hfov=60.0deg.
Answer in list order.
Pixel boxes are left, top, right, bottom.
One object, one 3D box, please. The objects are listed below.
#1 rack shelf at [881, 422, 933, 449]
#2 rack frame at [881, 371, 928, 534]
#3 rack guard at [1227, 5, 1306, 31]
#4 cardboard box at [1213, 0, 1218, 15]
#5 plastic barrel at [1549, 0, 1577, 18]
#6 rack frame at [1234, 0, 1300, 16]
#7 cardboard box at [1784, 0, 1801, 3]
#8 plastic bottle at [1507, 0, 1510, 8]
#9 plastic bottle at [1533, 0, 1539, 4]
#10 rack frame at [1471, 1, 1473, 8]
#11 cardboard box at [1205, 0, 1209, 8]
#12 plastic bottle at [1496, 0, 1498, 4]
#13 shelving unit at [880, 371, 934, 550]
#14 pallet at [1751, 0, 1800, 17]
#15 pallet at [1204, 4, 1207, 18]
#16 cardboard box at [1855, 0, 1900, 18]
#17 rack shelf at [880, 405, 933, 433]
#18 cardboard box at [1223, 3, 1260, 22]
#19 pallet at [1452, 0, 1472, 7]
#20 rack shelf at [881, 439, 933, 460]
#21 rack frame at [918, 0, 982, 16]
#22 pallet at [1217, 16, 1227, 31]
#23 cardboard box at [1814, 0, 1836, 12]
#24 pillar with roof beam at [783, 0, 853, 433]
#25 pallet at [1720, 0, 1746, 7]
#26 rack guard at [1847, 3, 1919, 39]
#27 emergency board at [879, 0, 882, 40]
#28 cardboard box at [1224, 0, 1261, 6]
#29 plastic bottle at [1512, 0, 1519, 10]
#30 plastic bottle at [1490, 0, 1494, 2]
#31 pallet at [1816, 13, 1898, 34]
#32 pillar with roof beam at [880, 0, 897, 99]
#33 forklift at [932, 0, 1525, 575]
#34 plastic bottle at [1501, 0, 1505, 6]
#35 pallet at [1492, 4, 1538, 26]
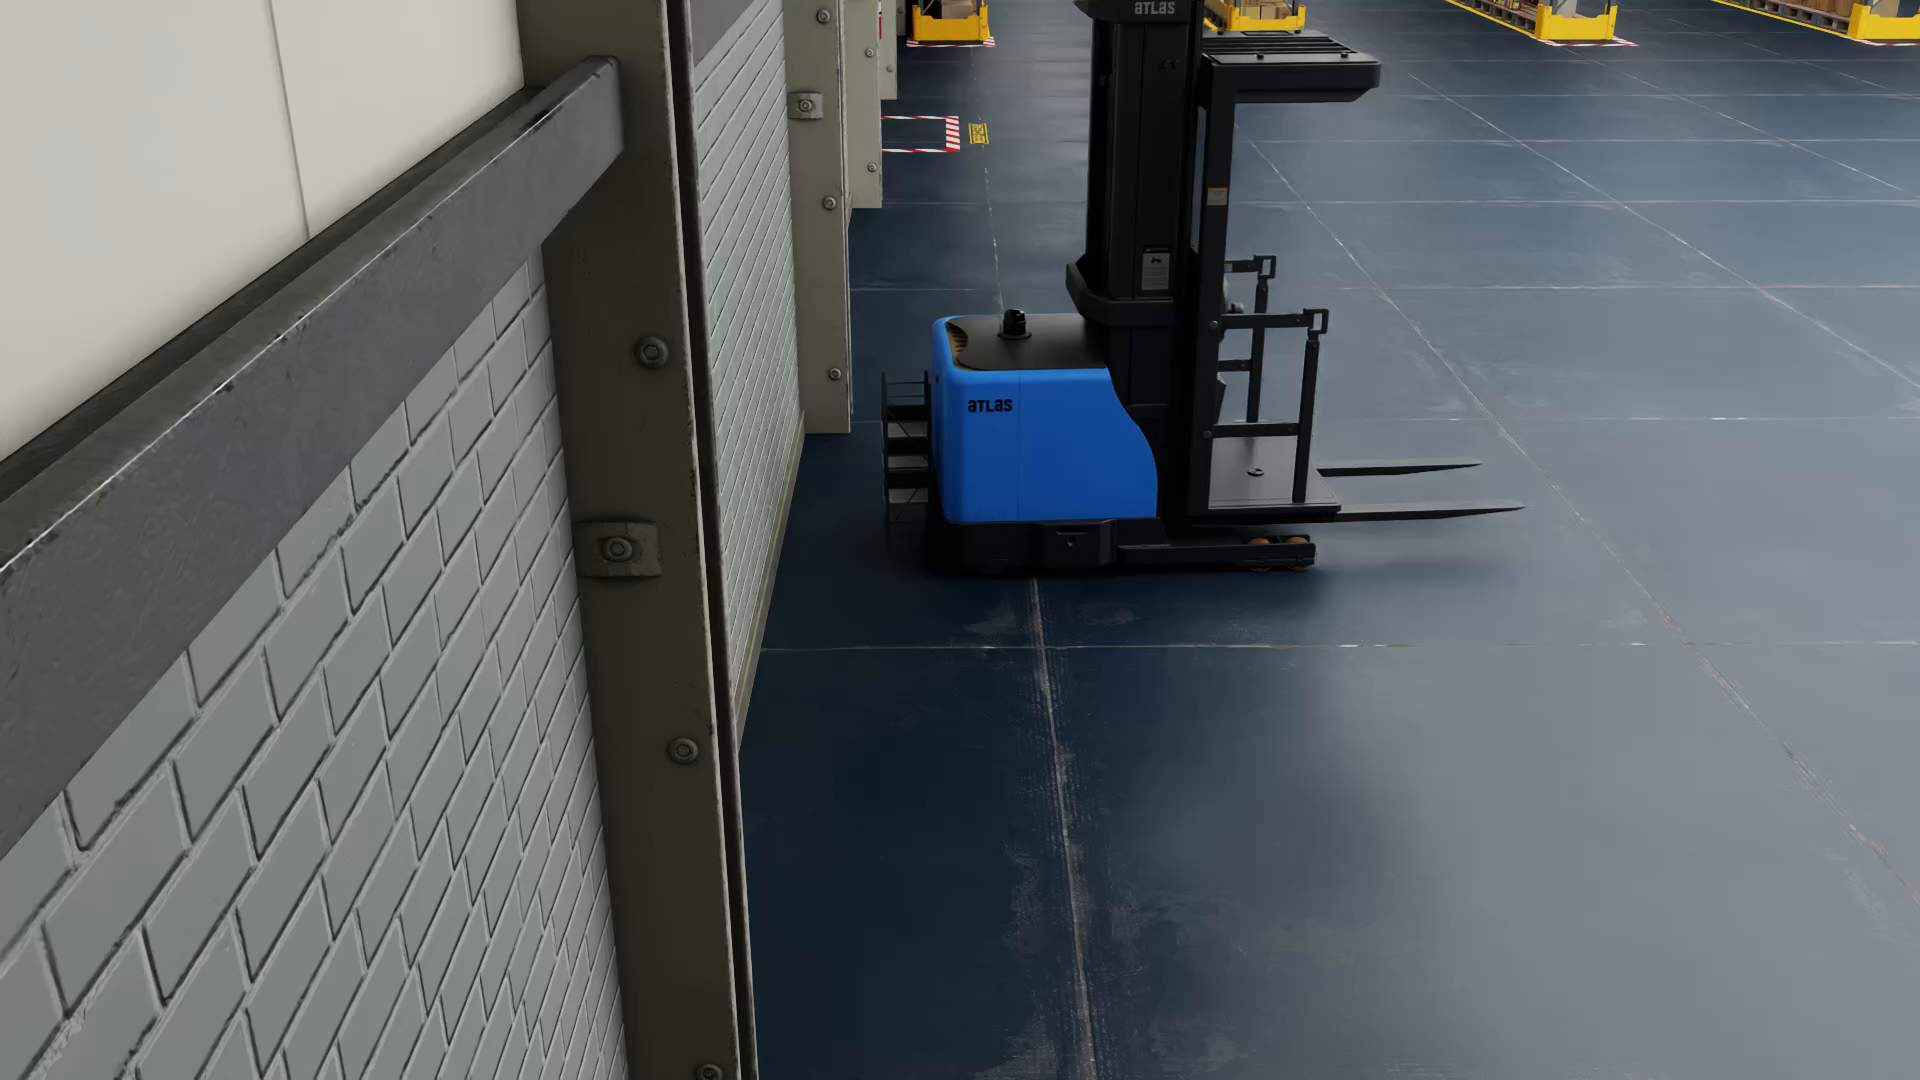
[{"bbox_3d":[-0.272,-0.539,8.493,0.258,0.077,0.200,-2,24,-4],"label":"rack shelf"},{"bbox_3d":[-0.280,-0.447,8.646,0.240,0.900,0.006,-2,24,-4],"label":"rack frame"},{"bbox_3d":[4.796,-8.111,26.078,1.175,0.500,0.348,0,24,-1],"label":"rack guard"},{"bbox_3d":[4.470,-8.830,27.462,0.500,0.250,0.500,0,24,-1],"label":"cardboard box"},{"bbox_3d":[9.666,-8.610,26.656,0.421,0.512,0.421,0,24,0],"label":"plastic barrel"},{"bbox_3d":[4.796,-9.260,25.585,1.000,3.000,0.127,0,24,-1],"label":"rack frame"},{"bbox_3d":[14.636,-9.603,28.866,0.500,0.500,0.500,8,25,16],"label":"cardboard box"},{"bbox_3d":[9.315,-9.099,28.000,0.152,0.276,0.135,0,24,0],"label":"plastic bottle"},{"bbox_3d":[9.898,-9.348,28.542,0.061,0.283,0.133,0,24,-1],"label":"plastic bottle"},{"bbox_3d":[9.705,-10.929,29.275,1.000,3.000,0.127,0,24,-1],"label":"rack frame"},{"bbox_3d":[4.455,-9.243,28.373,0.500,0.250,0.500,0,24,-1],"label":"cardboard box"},{"bbox_3d":[9.281,-9.326,28.591,0.097,0.201,0.097,0,24,0],"label":"plastic bottle"},{"bbox_3d":[-0.272,-0.405,8.553,0.258,0.900,0.210,-2,24,-4],"label":"shelving unit"},{"bbox_3d":[14.701,-9.404,29.287,1.003,0.211,1.213,0,24,-1],"label":"pallet"},{"bbox_3d":[4.719,-9.310,29.079,1.003,0.211,1.213,0,24,-1],"label":"pallet"},{"bbox_3d":[14.712,-8.613,26.678,0.500,0.500,0.500,4,25,9],"label":"cardboard box"},{"bbox_3d":[-0.273,-0.621,8.456,0.258,0.077,0.200,-2,24,-4],"label":"rack shelf"},{"bbox_3d":[4.495,-8.418,26.551,0.500,0.250,0.500,0,24,-1],"label":"cardboard box"},{"bbox_3d":[9.658,-9.982,30.565,1.003,0.211,1.213,0,24,-1],"label":"pallet"},{"bbox_3d":[-0.272,-0.457,8.530,0.258,0.077,0.200,-2,24,-4],"label":"rack shelf"},{"bbox_3d":[-0.157,-9.236,25.532,1.000,3.000,0.127,0,24,-1],"label":"rack frame"},{"bbox_3d":[4.746,-8.305,26.856,1.003,0.211,1.213,0,24,-1],"label":"pallet"},{"bbox_3d":[14.683,-9.117,27.793,0.500,0.500,0.500,2,24,4],"label":"cardboard box"},{"bbox_3d":[3.471,-4.857,8.568,9.100,9.000,0.400,0,24,-1],"label":"pillar with roof beam"},{"bbox_3d":[14.648,-10.002,30.608,1.003,0.211,1.213,0,24,-1],"label":"pallet"},{"bbox_3d":[14.701,-8.196,26.264,1.175,0.500,0.348,0,24,-1],"label":"rack guard"},{"bbox_3d":[-0.976,-6.030,18.443,0.194,1.169,0.643,0,24,-1],"label":"emergency board"},{"bbox_3d":[4.493,-8.760,26.396,0.500,0.500,0.500,0,24,-1],"label":"cardboard box"},{"bbox_3d":[9.291,-8.961,27.786,0.097,0.201,0.097,0,24,0],"label":"plastic bottle"},{"bbox_3d":[9.301,-9.511,28.819,0.144,0.351,0.185,-1,24,-3],"label":"plastic bottle"},{"bbox_3d":[14.727,-8.399,27.064,1.003,0.211,1.213,0,24,-1],"label":"pallet"},{"bbox_3d":[3.340,-9.801,19.501,9.100,9.000,0.400,0,24,-1],"label":"pillar with roof beam"},{"bbox_3d":[1.385,-1.391,8.269,3.031,2.935,1.130,-2,24,-4],"label":"forklift"},{"bbox_3d":[9.308,-9.259,28.262,0.144,0.351,0.185,1,24,2],"label":"plastic bottle"},{"bbox_3d":[9.687,-8.878,28.123,1.003,0.211,1.213,0,24,-1],"label":"pallet"}]
